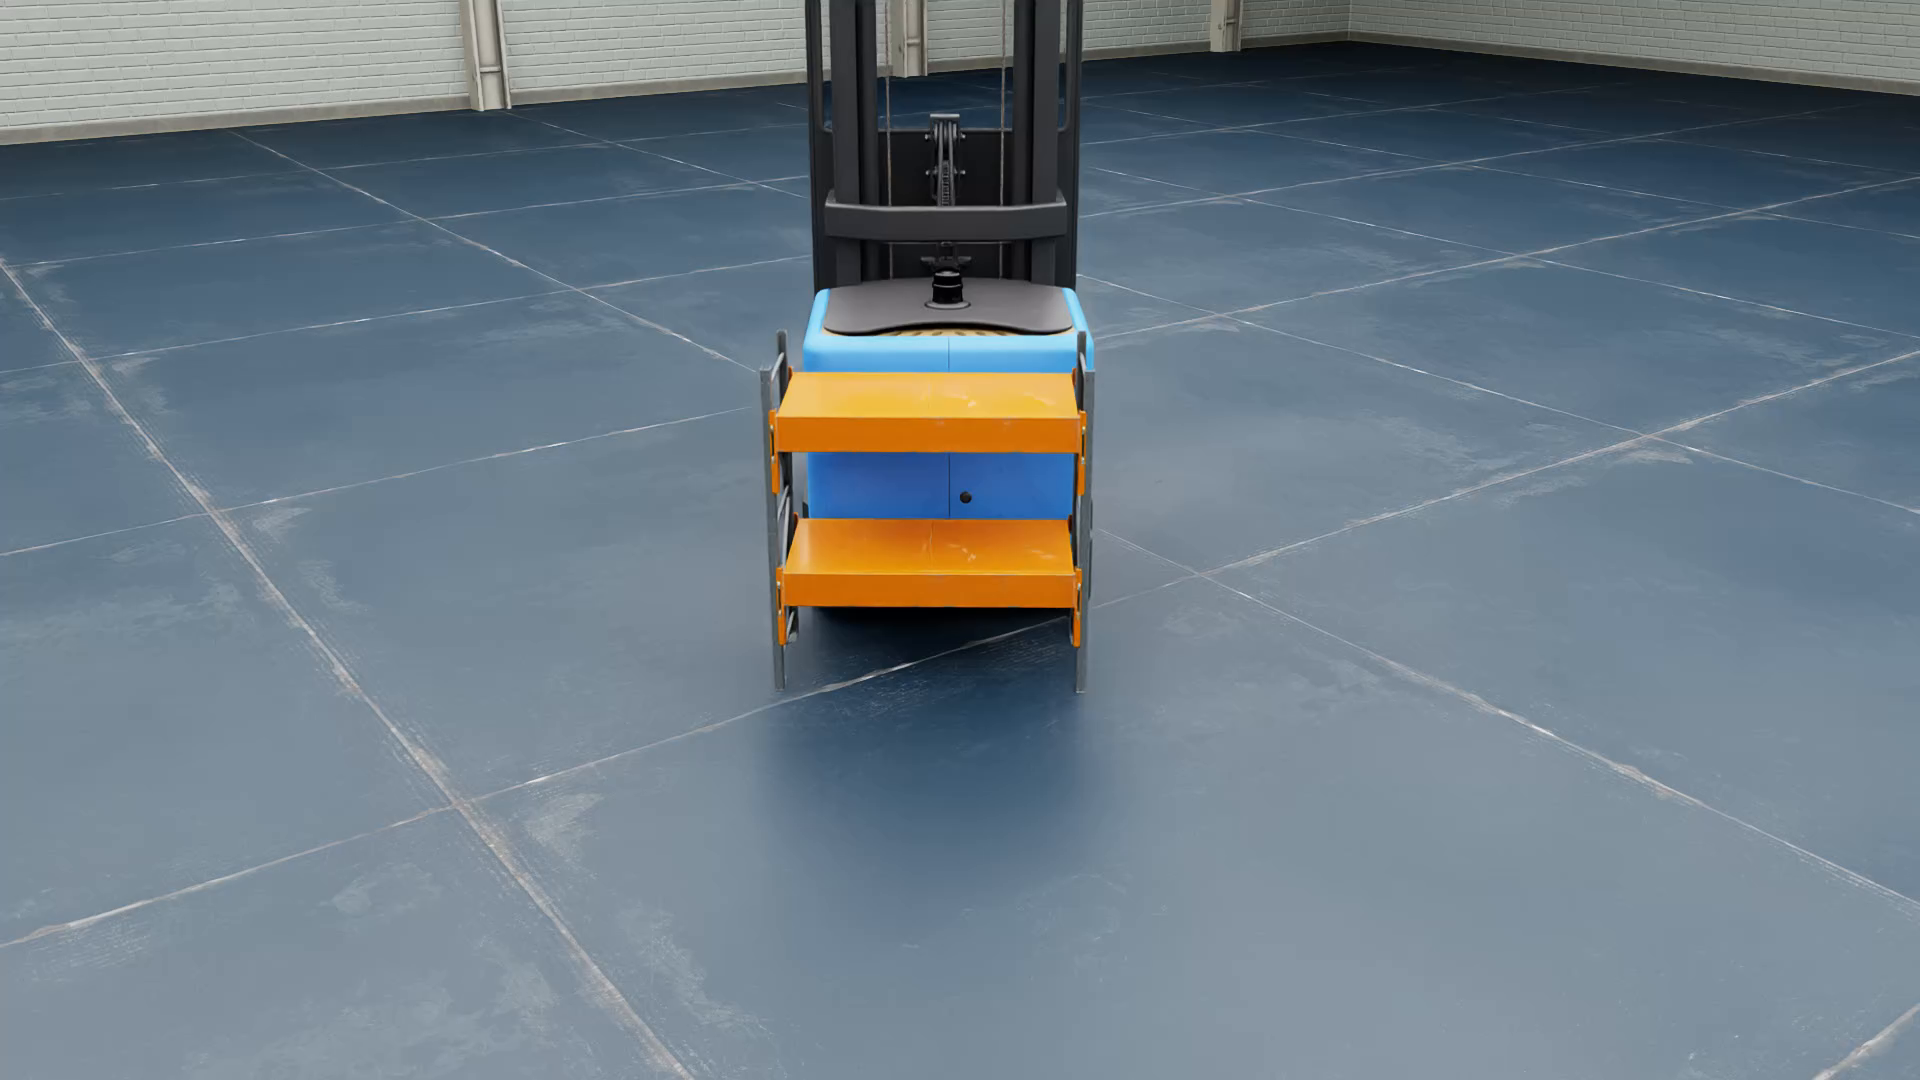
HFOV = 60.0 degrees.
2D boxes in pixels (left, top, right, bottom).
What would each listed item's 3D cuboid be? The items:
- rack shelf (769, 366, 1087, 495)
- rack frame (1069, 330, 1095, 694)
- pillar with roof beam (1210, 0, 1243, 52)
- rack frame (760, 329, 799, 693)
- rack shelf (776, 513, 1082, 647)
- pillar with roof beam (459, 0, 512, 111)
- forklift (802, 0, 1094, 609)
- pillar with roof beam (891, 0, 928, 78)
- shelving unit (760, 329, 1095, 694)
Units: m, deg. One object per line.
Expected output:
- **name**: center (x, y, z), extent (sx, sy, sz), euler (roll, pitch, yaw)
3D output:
- **rack shelf**: center (-0.099, -0.370, 5.516), extent (1.000, 0.278, 0.538), euler (0, 22, 1)
- **rack frame**: center (0.410, -0.096, 5.619), extent (0.032, 1.125, 0.500), euler (0, 22, 1)
- **pillar with roof beam**: center (6.691, -10.602, 21.324), extent (0.400, 9.000, 9.100), euler (-15, 26, -33)
- **rack frame**: center (-0.607, -0.101, 5.631), extent (0.032, 1.125, 0.500), euler (0, 22, 1)
- **rack shelf**: center (-0.099, 0.129, 5.716), extent (1.000, 0.278, 0.538), euler (0, 22, 1)
- **pillar with roof beam**: center (-3.050, -8.005, 14.815), extent (0.400, 9.000, 9.100), euler (-15, 26, -33)
- **forklift**: center (-0.068, -1.607, 6.968), extent (1.130, 2.935, 3.031), euler (0, 22, -1)
- **pillar with roof beam**: center (1.820, -9.304, 18.070), extent (0.400, 9.000, 9.100), euler (-15, 26, -33)
- **shelving unit**: center (-0.099, -0.098, 5.625), extent (1.048, 1.125, 0.538), euler (0, 22, 1)
